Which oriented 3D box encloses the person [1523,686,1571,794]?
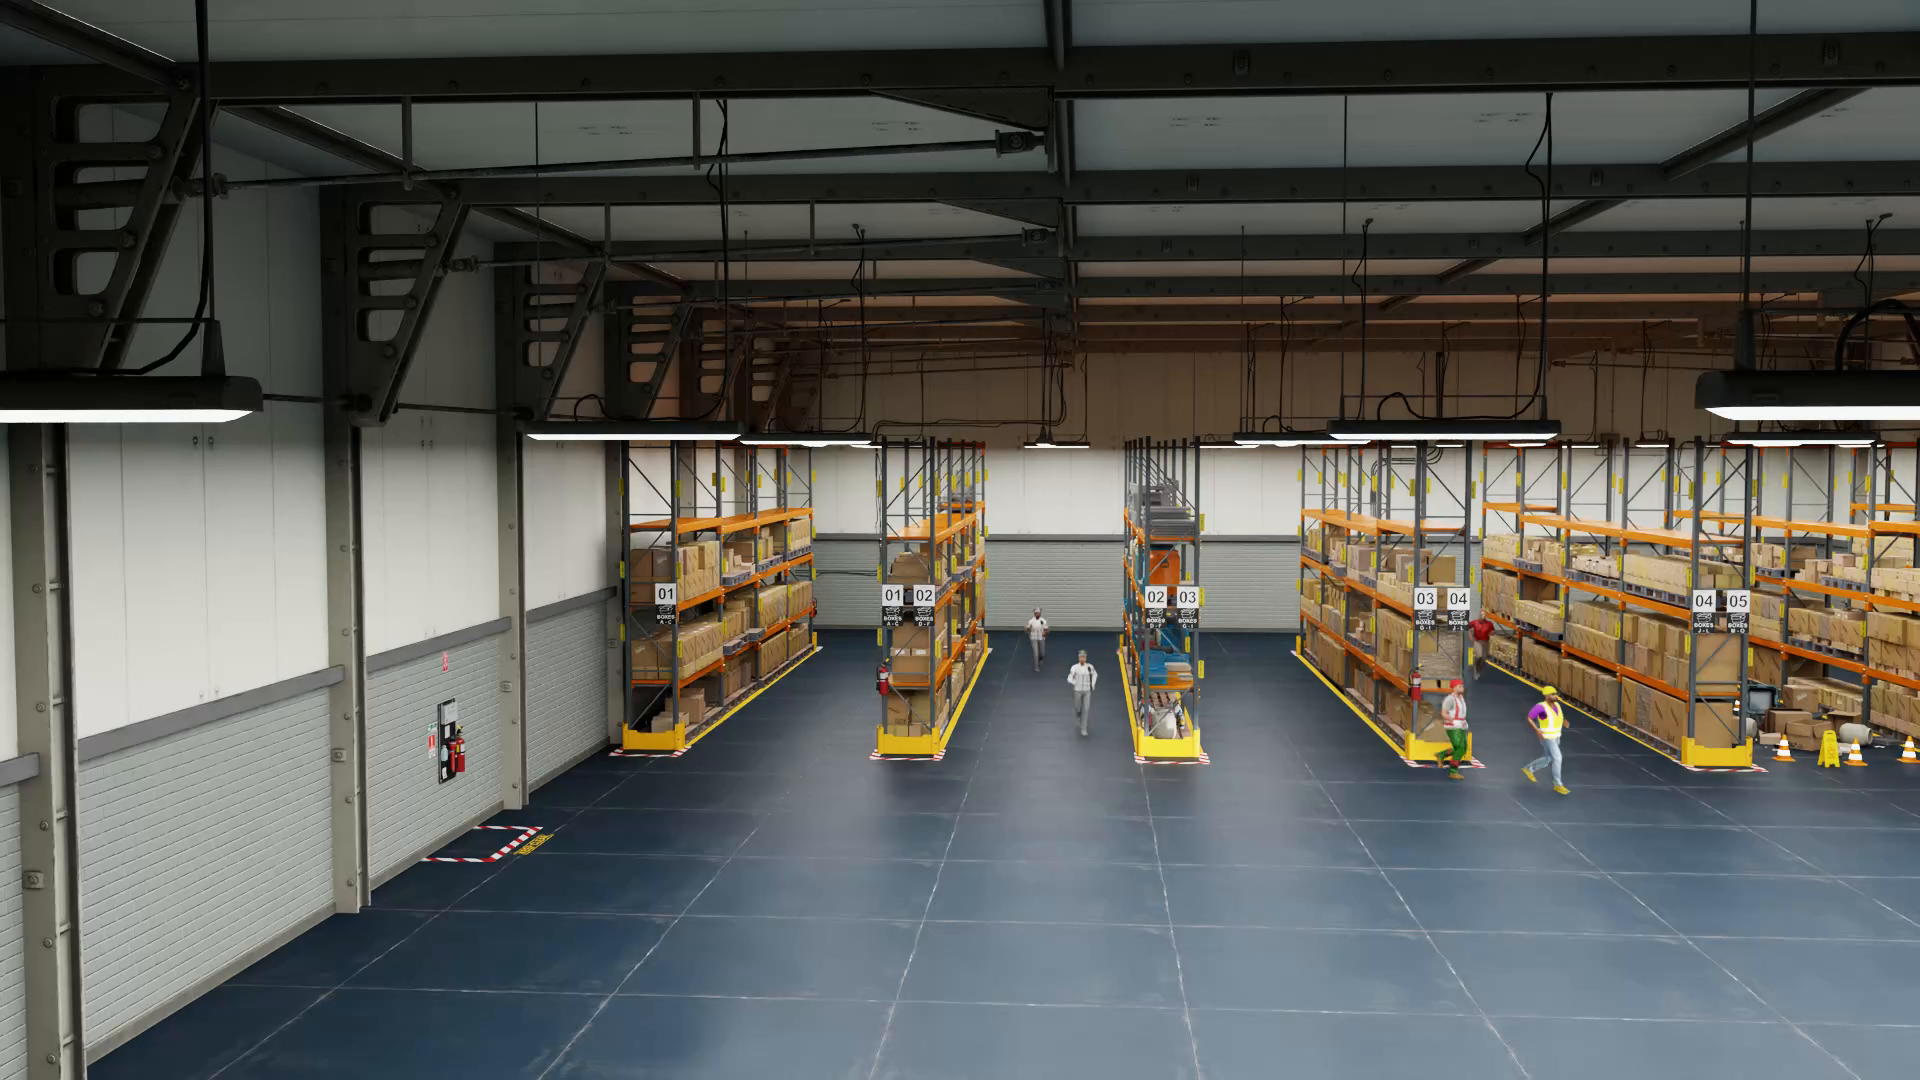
[{"bbox_3d":[9.933,3.339,28.082,0.686,1.774,0.895,-3,4,-40],"label":"person"}]

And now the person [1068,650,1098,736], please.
[{"bbox_3d":[2.488,3.071,33.671,0.616,1.692,0.850,0,3,1],"label":"person"}]

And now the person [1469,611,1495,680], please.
[{"bbox_3d":[13.094,2.650,41.755,0.643,1.751,0.780,0,3,-2],"label":"person"}]

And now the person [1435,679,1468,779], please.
[{"bbox_3d":[8.653,3.302,29.239,0.650,1.746,0.707,3,4,44],"label":"person"}]

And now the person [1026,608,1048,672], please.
[{"bbox_3d":[2.006,2.580,43.267,0.579,1.654,0.658,0,3,-3],"label":"person"}]
